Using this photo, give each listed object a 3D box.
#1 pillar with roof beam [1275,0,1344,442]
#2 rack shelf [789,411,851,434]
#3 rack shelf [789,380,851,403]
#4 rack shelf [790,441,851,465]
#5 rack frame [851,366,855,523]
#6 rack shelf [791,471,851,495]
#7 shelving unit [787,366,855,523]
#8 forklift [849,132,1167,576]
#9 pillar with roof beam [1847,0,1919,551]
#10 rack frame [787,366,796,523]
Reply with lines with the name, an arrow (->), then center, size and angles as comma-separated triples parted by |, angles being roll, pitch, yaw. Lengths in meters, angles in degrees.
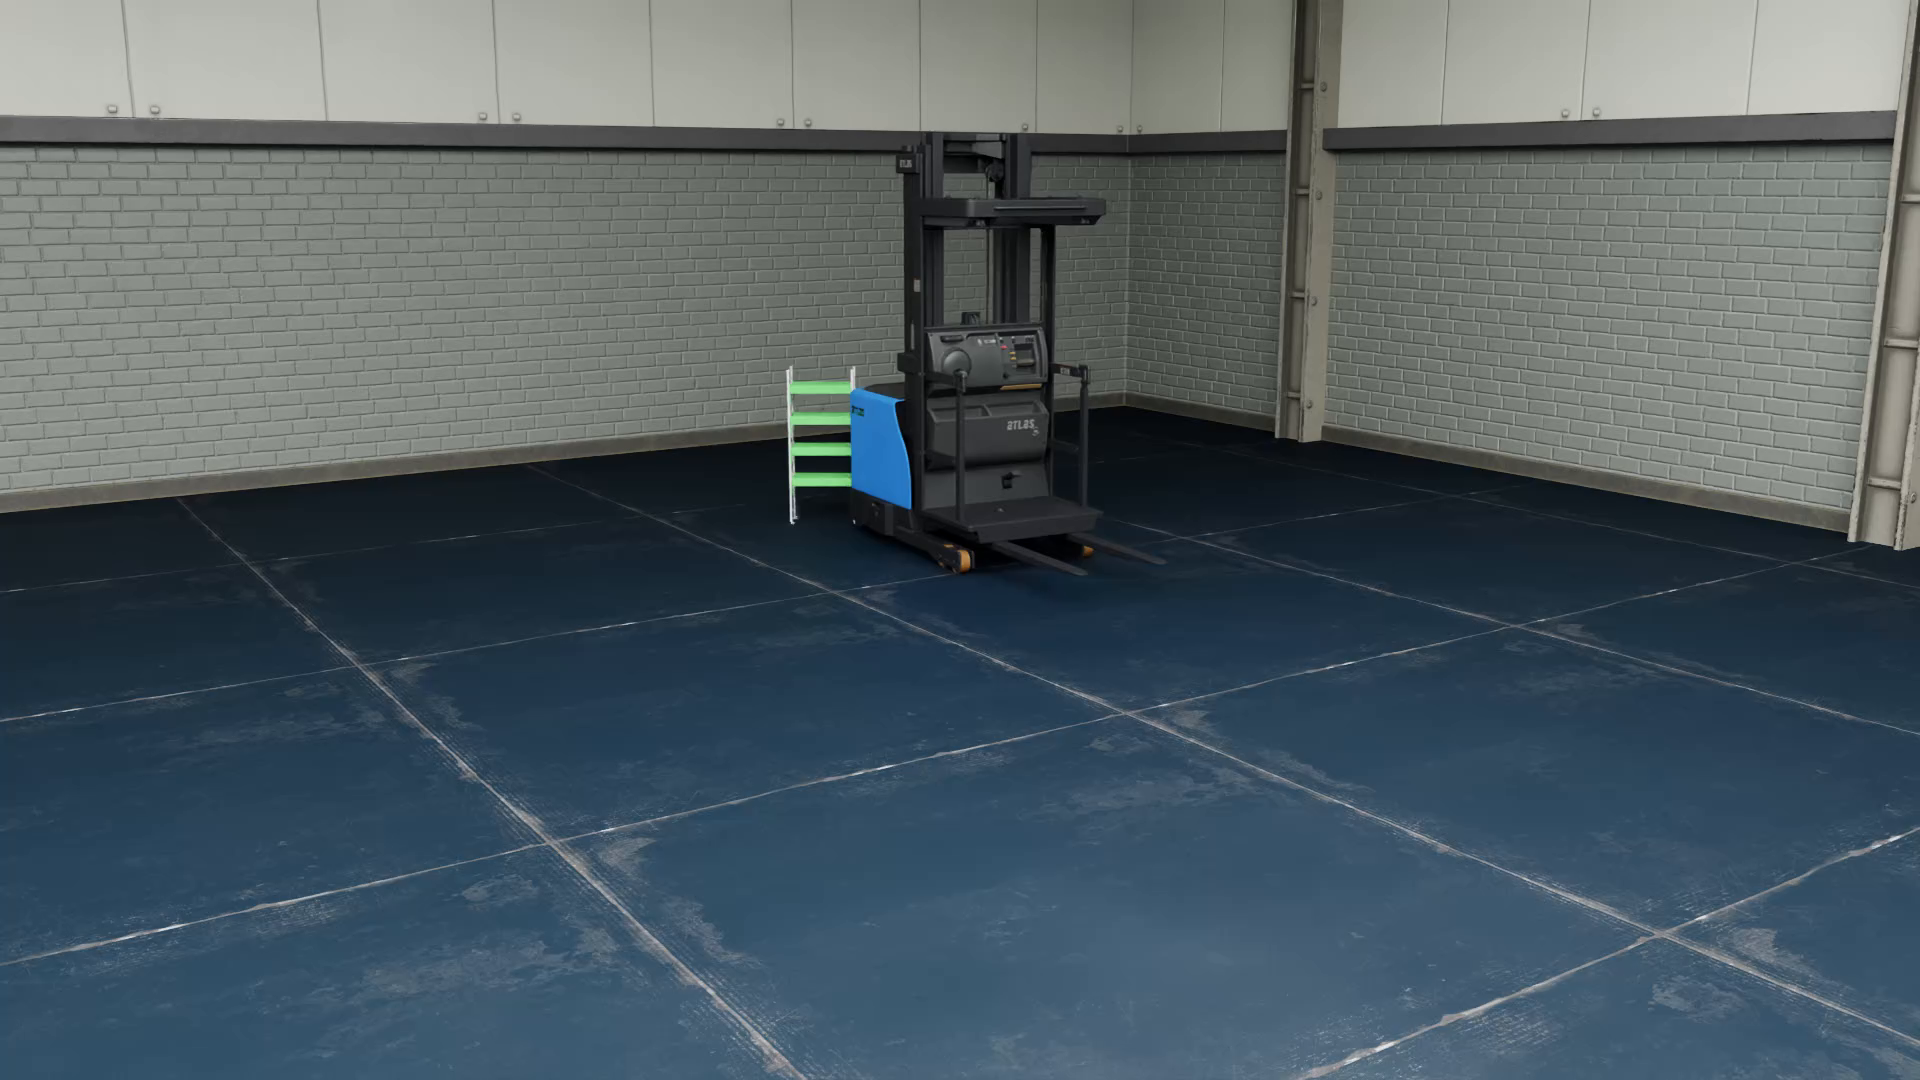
pillar with roof beam -> -0.094, -4.930, 13.844 | 9.100, 9.000, 0.400 | -8, 15, -33
rack shelf -> -1.069, -0.913, 12.900 | 0.480, 0.148, 0.258 | 0, 12, 1
rack shelf -> -1.070, -1.147, 12.849 | 0.480, 0.148, 0.258 | 0, 12, 1
rack shelf -> -1.069, -0.678, 12.950 | 0.480, 0.148, 0.258 | 0, 12, 1
rack frame -> -0.825, -0.740, 12.935 | 0.015, 1.200, 0.240 | 0, 12, 1
rack shelf -> -1.069, -0.444, 13.001 | 0.480, 0.148, 0.258 | 0, 12, 1
shelving unit -> -1.069, -0.741, 12.937 | 0.503, 1.200, 0.258 | 0, 12, 1
forklift -> 0.305, -1.314, 11.511 | 1.130, 2.935, 3.031 | -7, 14, -28
pillar with roof beam -> 3.230, -3.863, 8.964 | 9.100, 9.000, 0.400 | -8, 15, -33
rack frame -> -1.313, -0.741, 12.939 | 0.015, 1.200, 0.240 | 0, 12, 1
